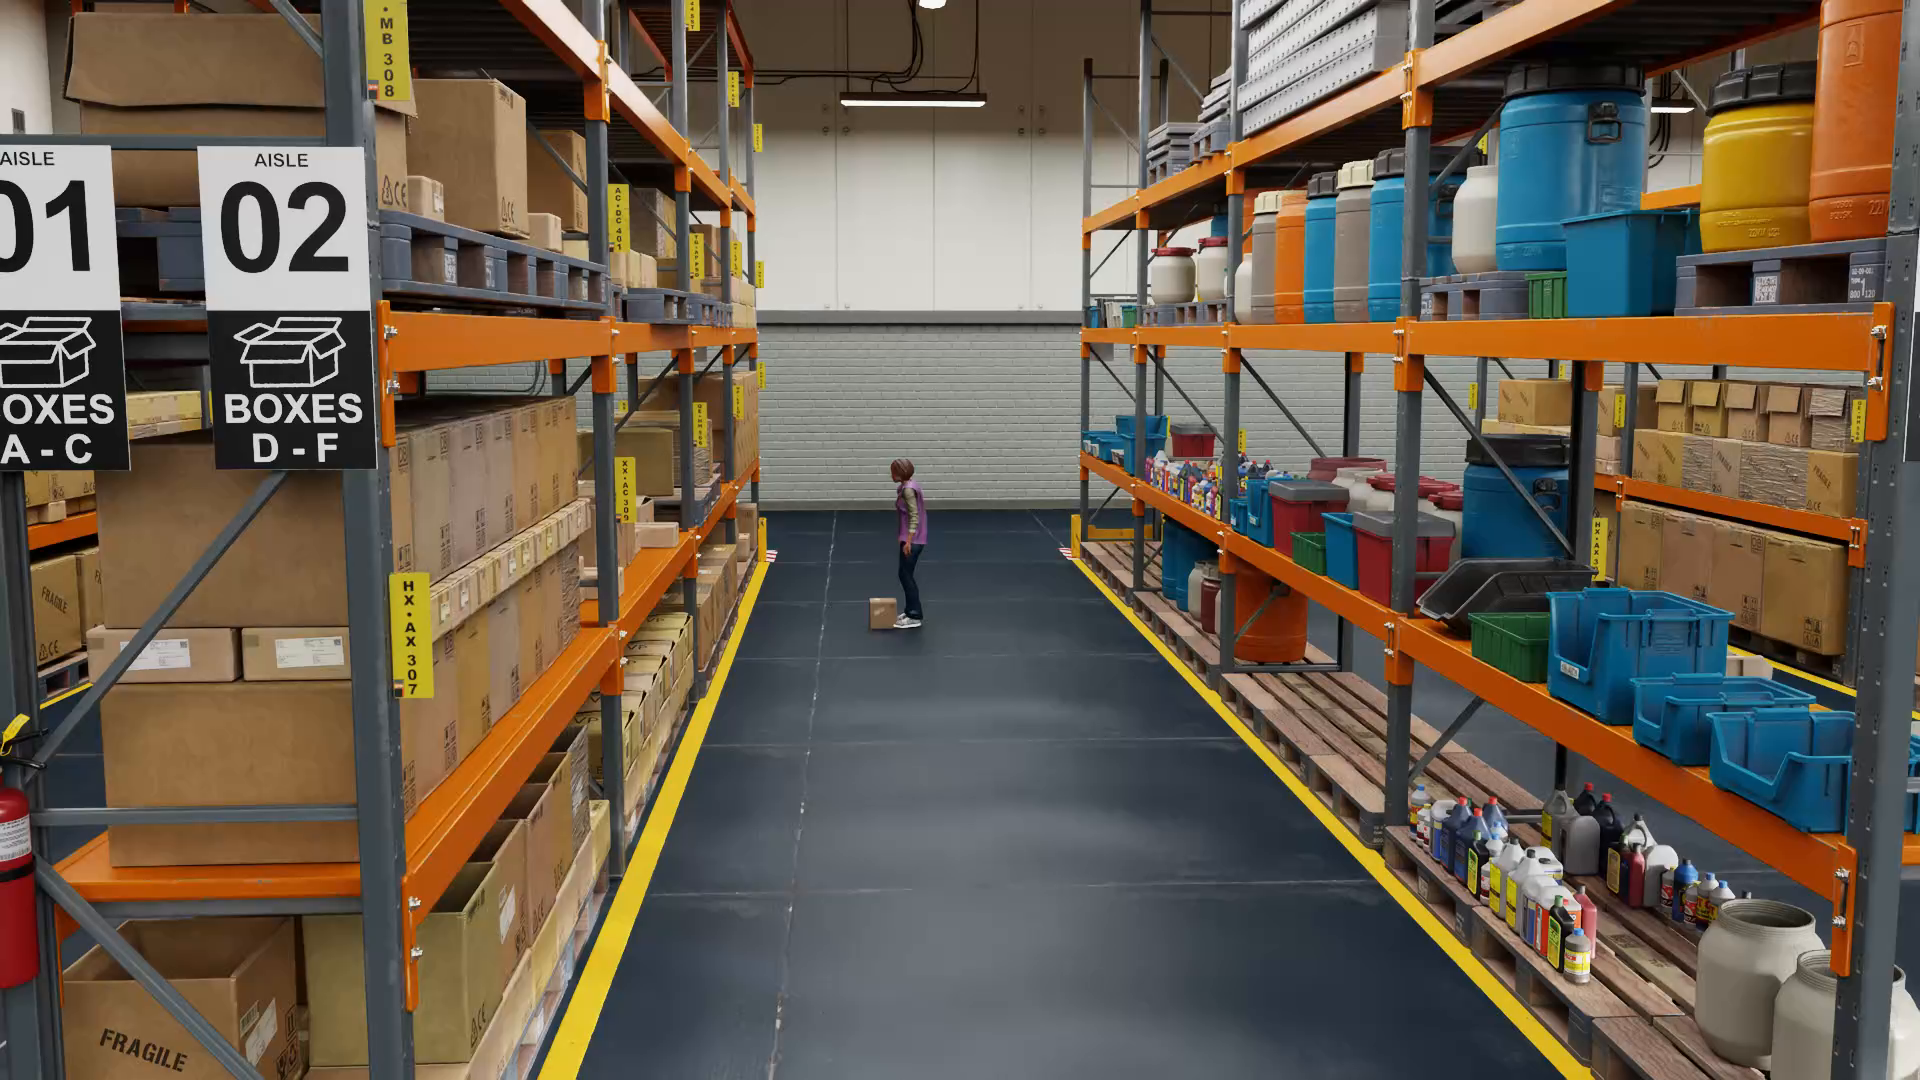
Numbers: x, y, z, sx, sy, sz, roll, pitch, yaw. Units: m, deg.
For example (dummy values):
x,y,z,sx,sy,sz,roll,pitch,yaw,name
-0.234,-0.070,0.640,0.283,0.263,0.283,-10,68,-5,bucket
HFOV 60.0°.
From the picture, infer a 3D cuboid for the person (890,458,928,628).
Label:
x,y,z,sx,sy,sz,roll,pitch,yaw,name
-0.483,0.022,15.622,0.342,1.593,0.485,-1,7,-7,person
